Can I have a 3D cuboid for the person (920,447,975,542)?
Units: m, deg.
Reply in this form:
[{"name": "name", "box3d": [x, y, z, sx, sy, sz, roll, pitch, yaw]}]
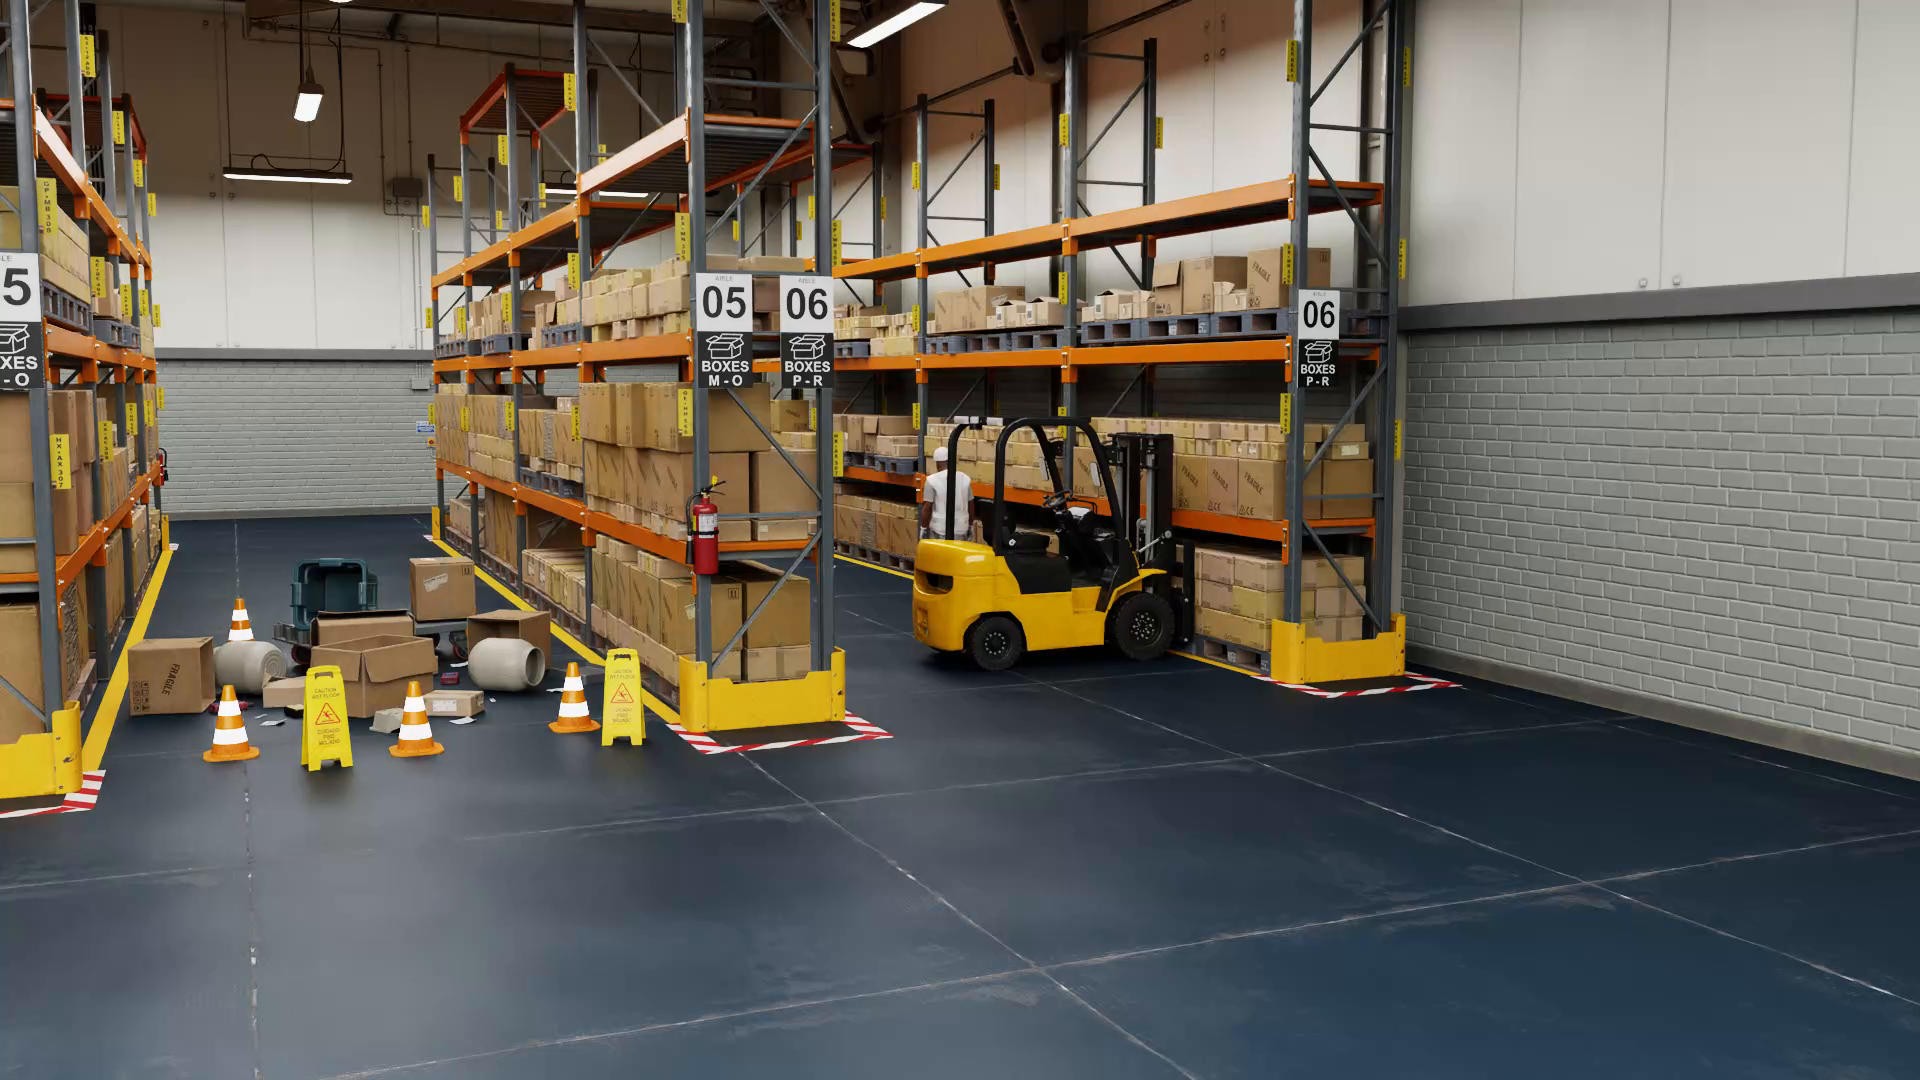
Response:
[{"name": "person", "box3d": [-0.130, -0.103, 17.748, 0.617, 1.774, 0.448, -2, 6, -23]}]
